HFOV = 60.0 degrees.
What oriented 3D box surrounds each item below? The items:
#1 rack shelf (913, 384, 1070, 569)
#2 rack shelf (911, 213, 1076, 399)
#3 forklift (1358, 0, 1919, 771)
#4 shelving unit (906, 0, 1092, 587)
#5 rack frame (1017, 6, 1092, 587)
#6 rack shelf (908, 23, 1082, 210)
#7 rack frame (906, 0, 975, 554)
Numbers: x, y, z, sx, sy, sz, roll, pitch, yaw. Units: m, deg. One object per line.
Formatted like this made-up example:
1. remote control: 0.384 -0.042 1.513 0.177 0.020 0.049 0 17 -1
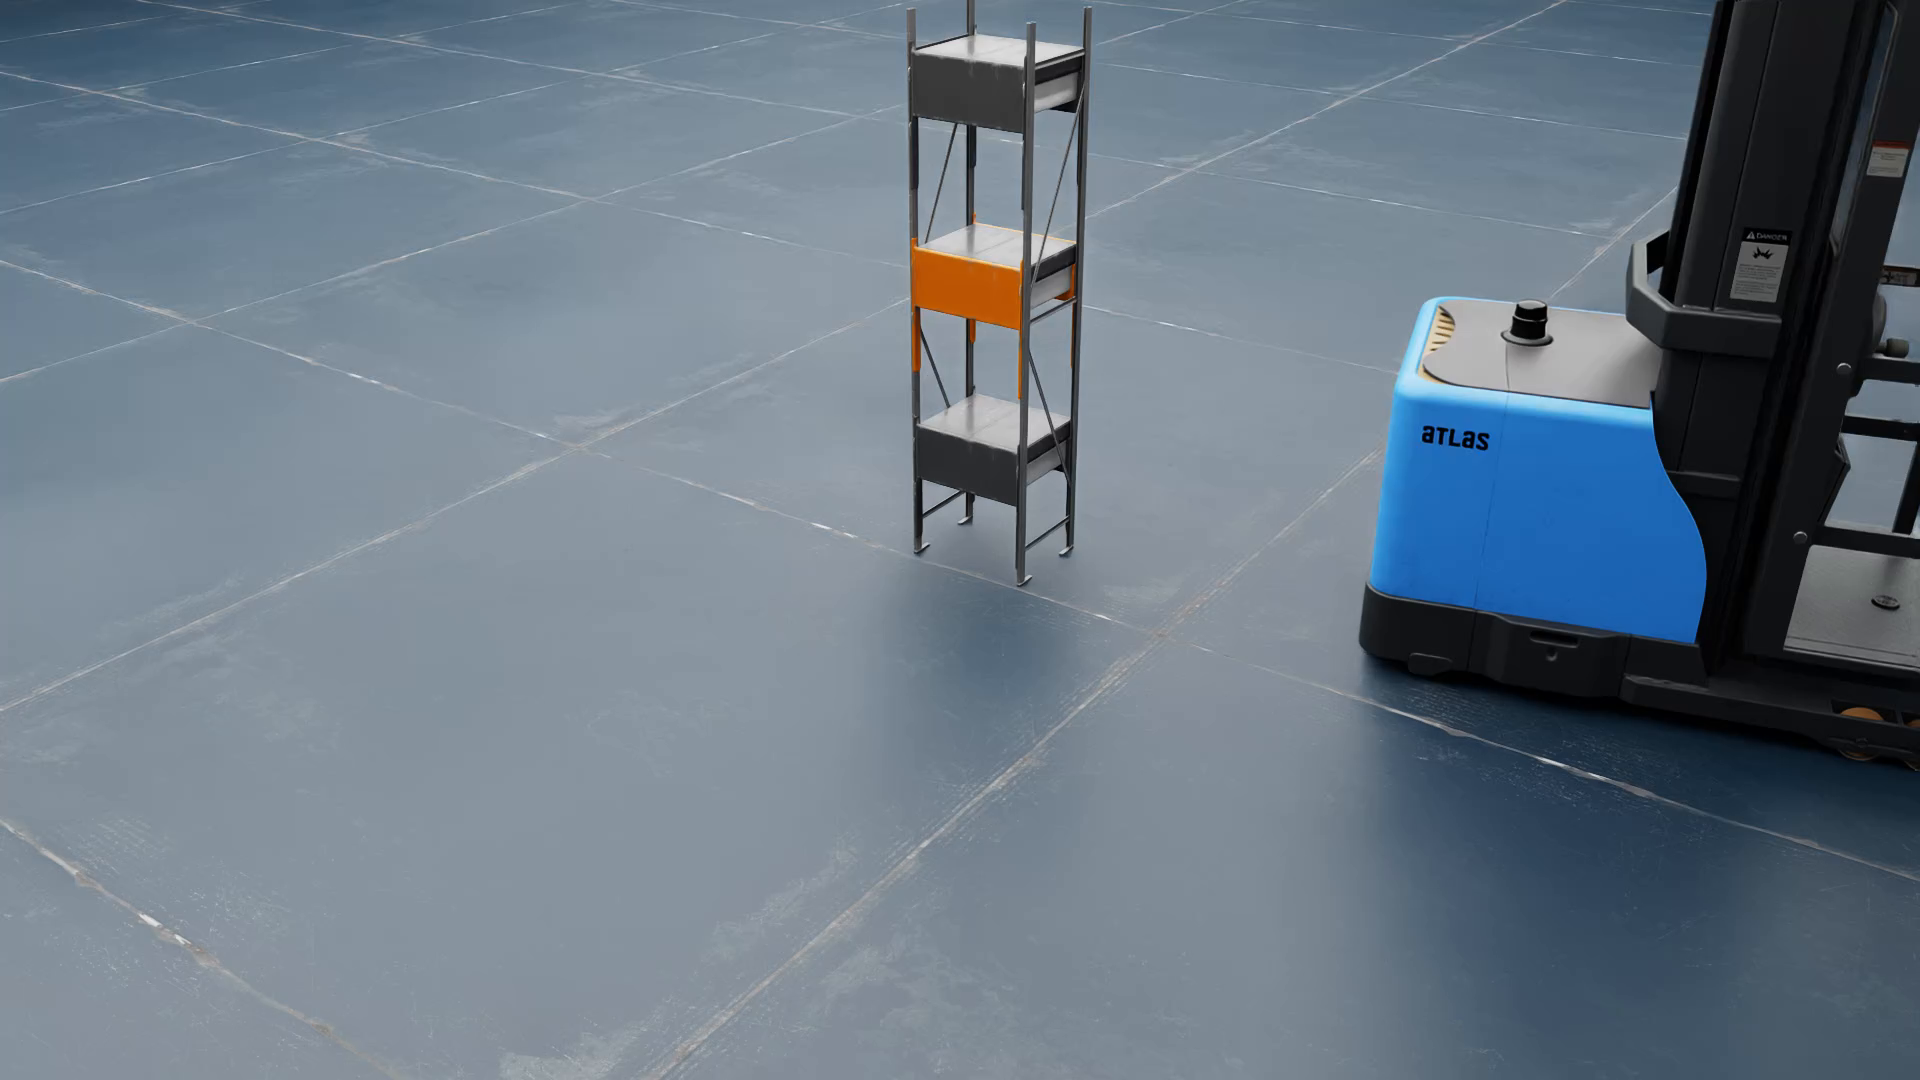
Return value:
1. rack shelf: 0.136 -0.257 6.514 0.480 0.518 0.431 17 32 30
2. rack shelf: 0.136 -0.881 6.196 0.480 0.518 0.431 17 32 30
3. forklift: 2.983 -0.839 5.167 3.031 2.935 1.130 9 28 17
4. shelving unit: 0.136 -0.893 6.190 0.503 2.100 0.431 17 32 30
5. rack frame: 0.338 -0.831 6.067 0.015 2.100 0.400 17 32 30
6. rack shelf: 0.136 -1.505 5.879 0.480 0.518 0.431 17 32 30
7. rack frame: -0.065 -0.956 6.313 0.015 2.100 0.400 17 32 30
